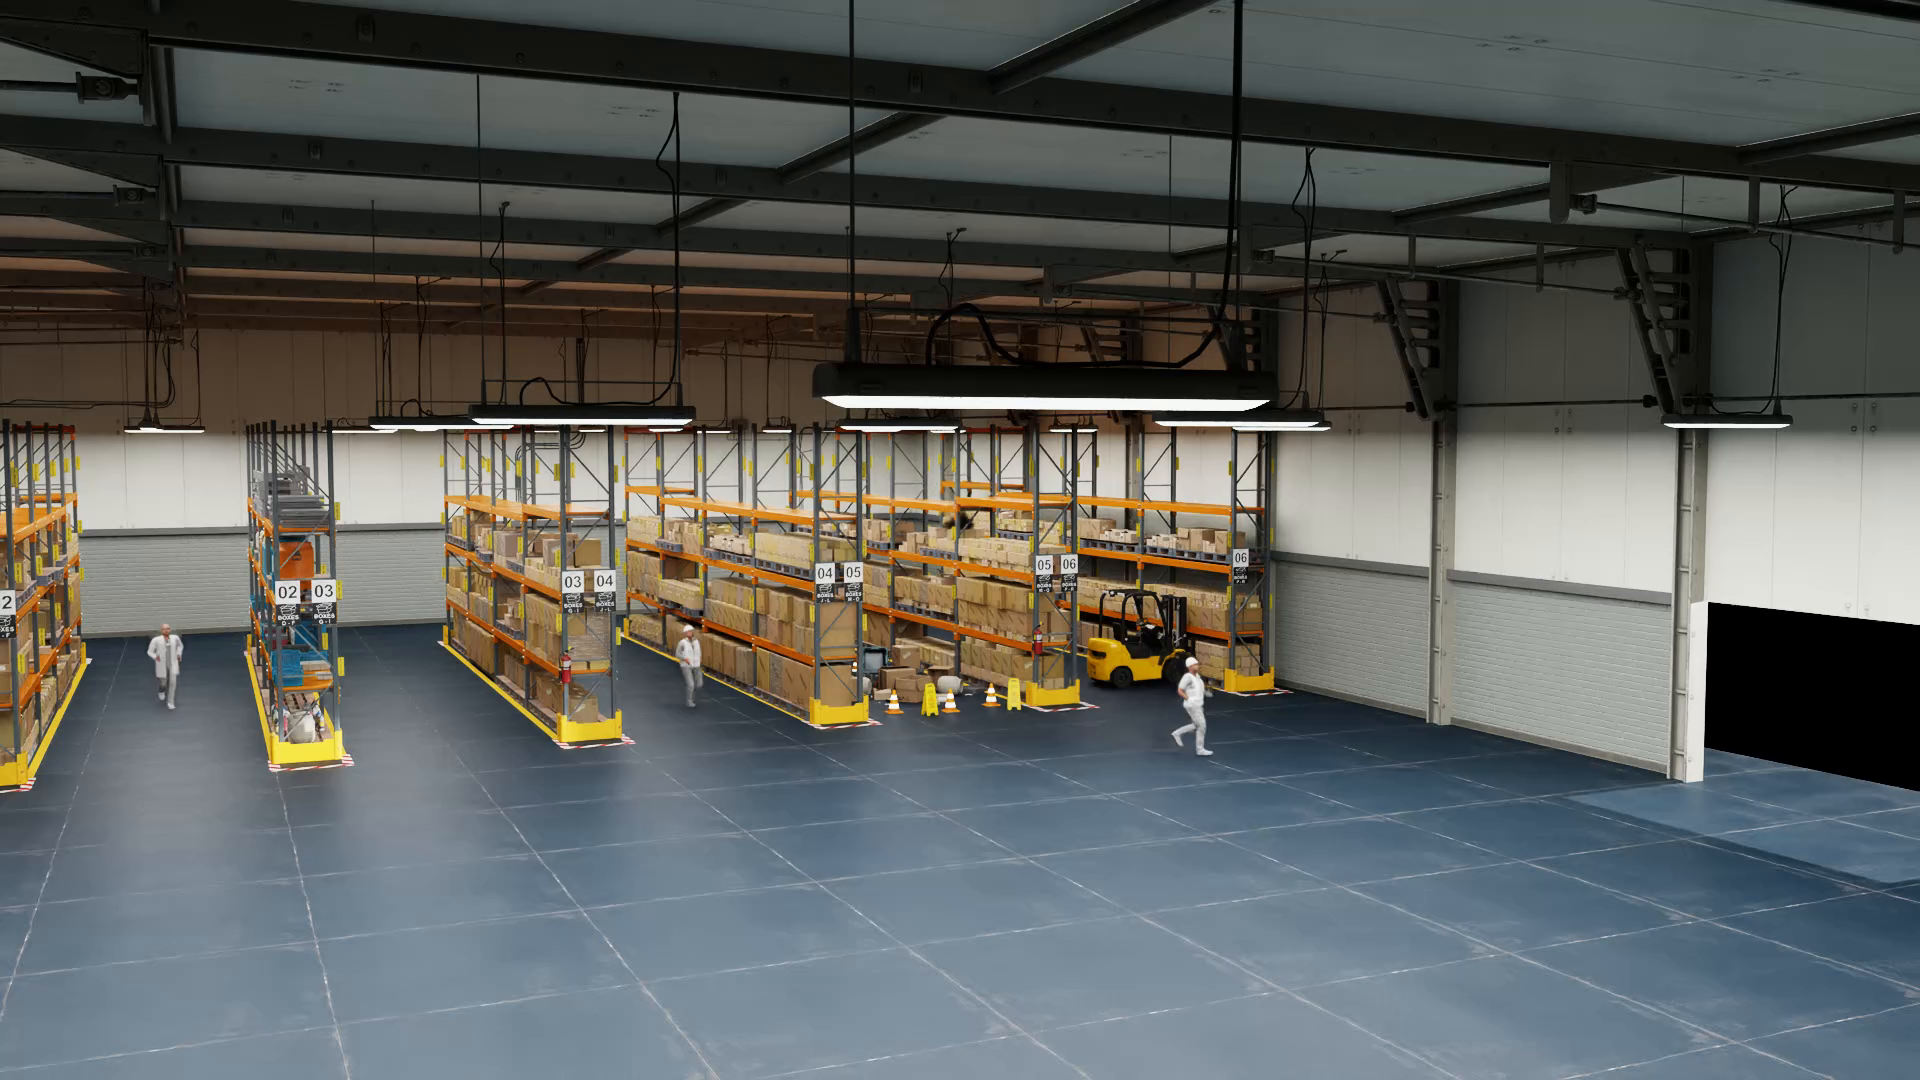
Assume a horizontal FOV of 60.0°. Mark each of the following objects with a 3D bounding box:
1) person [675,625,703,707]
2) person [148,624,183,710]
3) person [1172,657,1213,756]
[{"bbox_3d":[-5.694,2.661,35.163,0.656,1.722,0.603,-3,5,-38],"label":"person"},{"bbox_3d":[-16.748,2.658,35.121,0.710,1.776,0.902,-3,4,-36],"label":"person"},{"bbox_3d":[4.170,2.981,29.891,0.818,1.750,0.696,2,4,27],"label":"person"}]
